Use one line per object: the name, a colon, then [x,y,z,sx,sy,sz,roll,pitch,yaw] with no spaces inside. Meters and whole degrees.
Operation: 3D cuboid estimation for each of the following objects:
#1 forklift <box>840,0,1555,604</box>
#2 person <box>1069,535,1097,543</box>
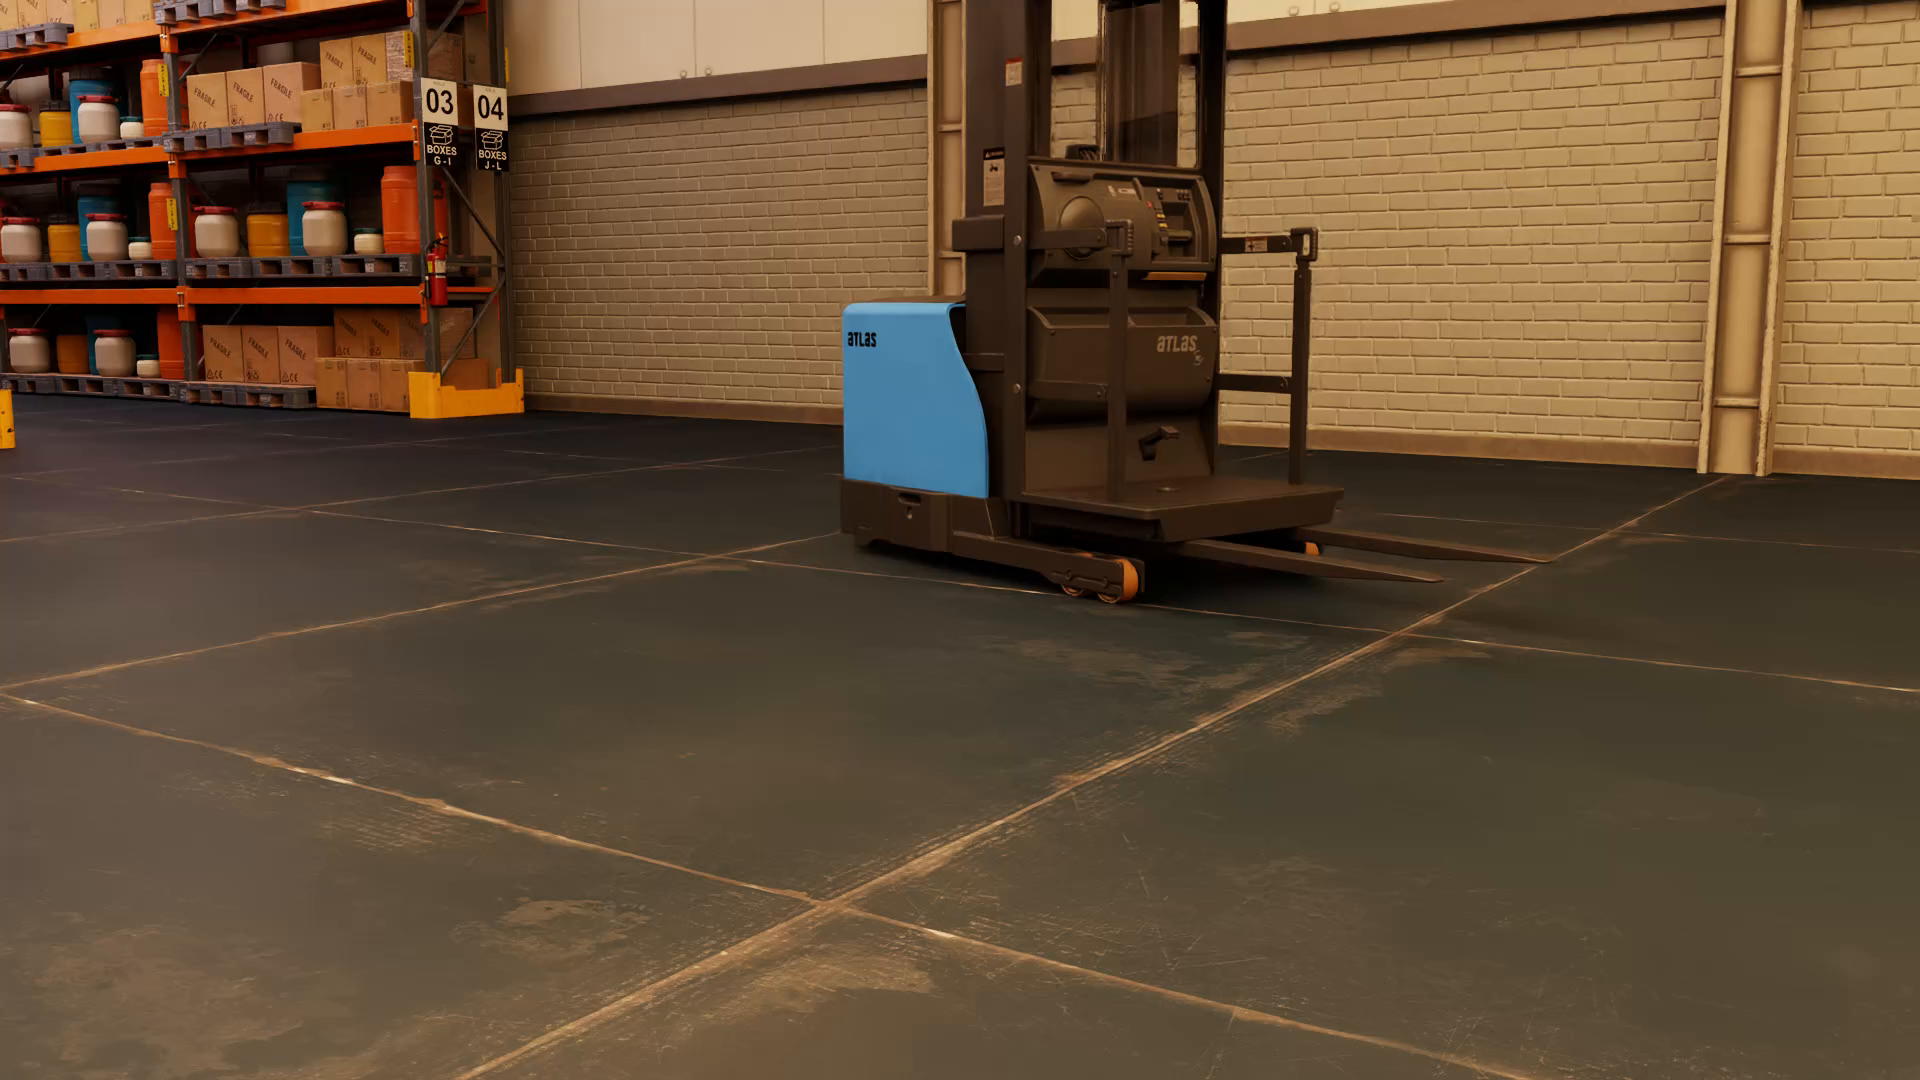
forklift: [0.782,-1.300,6.334,1.130,2.935,3.031,-6,10,-38]
person: [0.617,-0.718,7.602,0.967,1.403,0.732,6,10,38]
